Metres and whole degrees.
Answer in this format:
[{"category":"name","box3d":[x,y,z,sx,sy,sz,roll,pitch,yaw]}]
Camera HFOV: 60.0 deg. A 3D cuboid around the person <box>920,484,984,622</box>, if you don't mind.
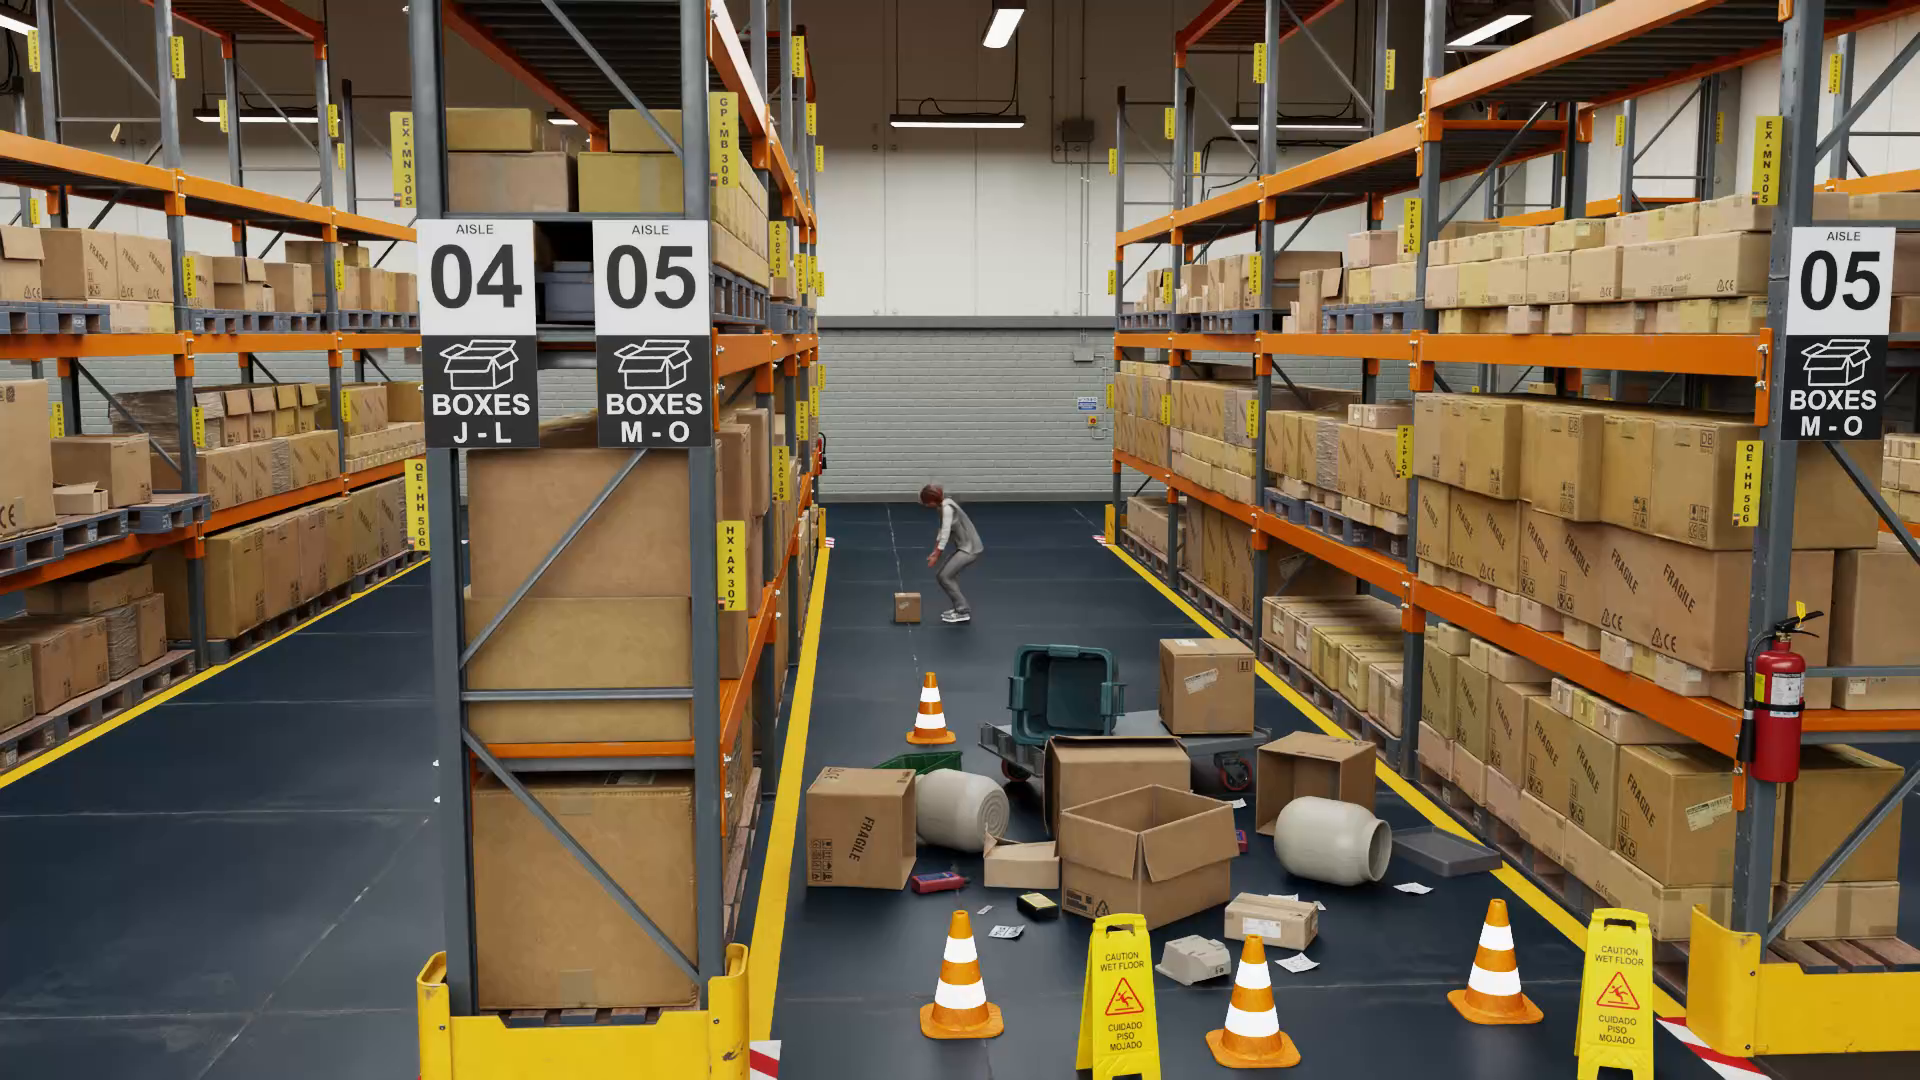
[{"category":"person","box3d":[-0.077,0.125,16.328,0.621,1.351,0.461,0,7,-3]}]
